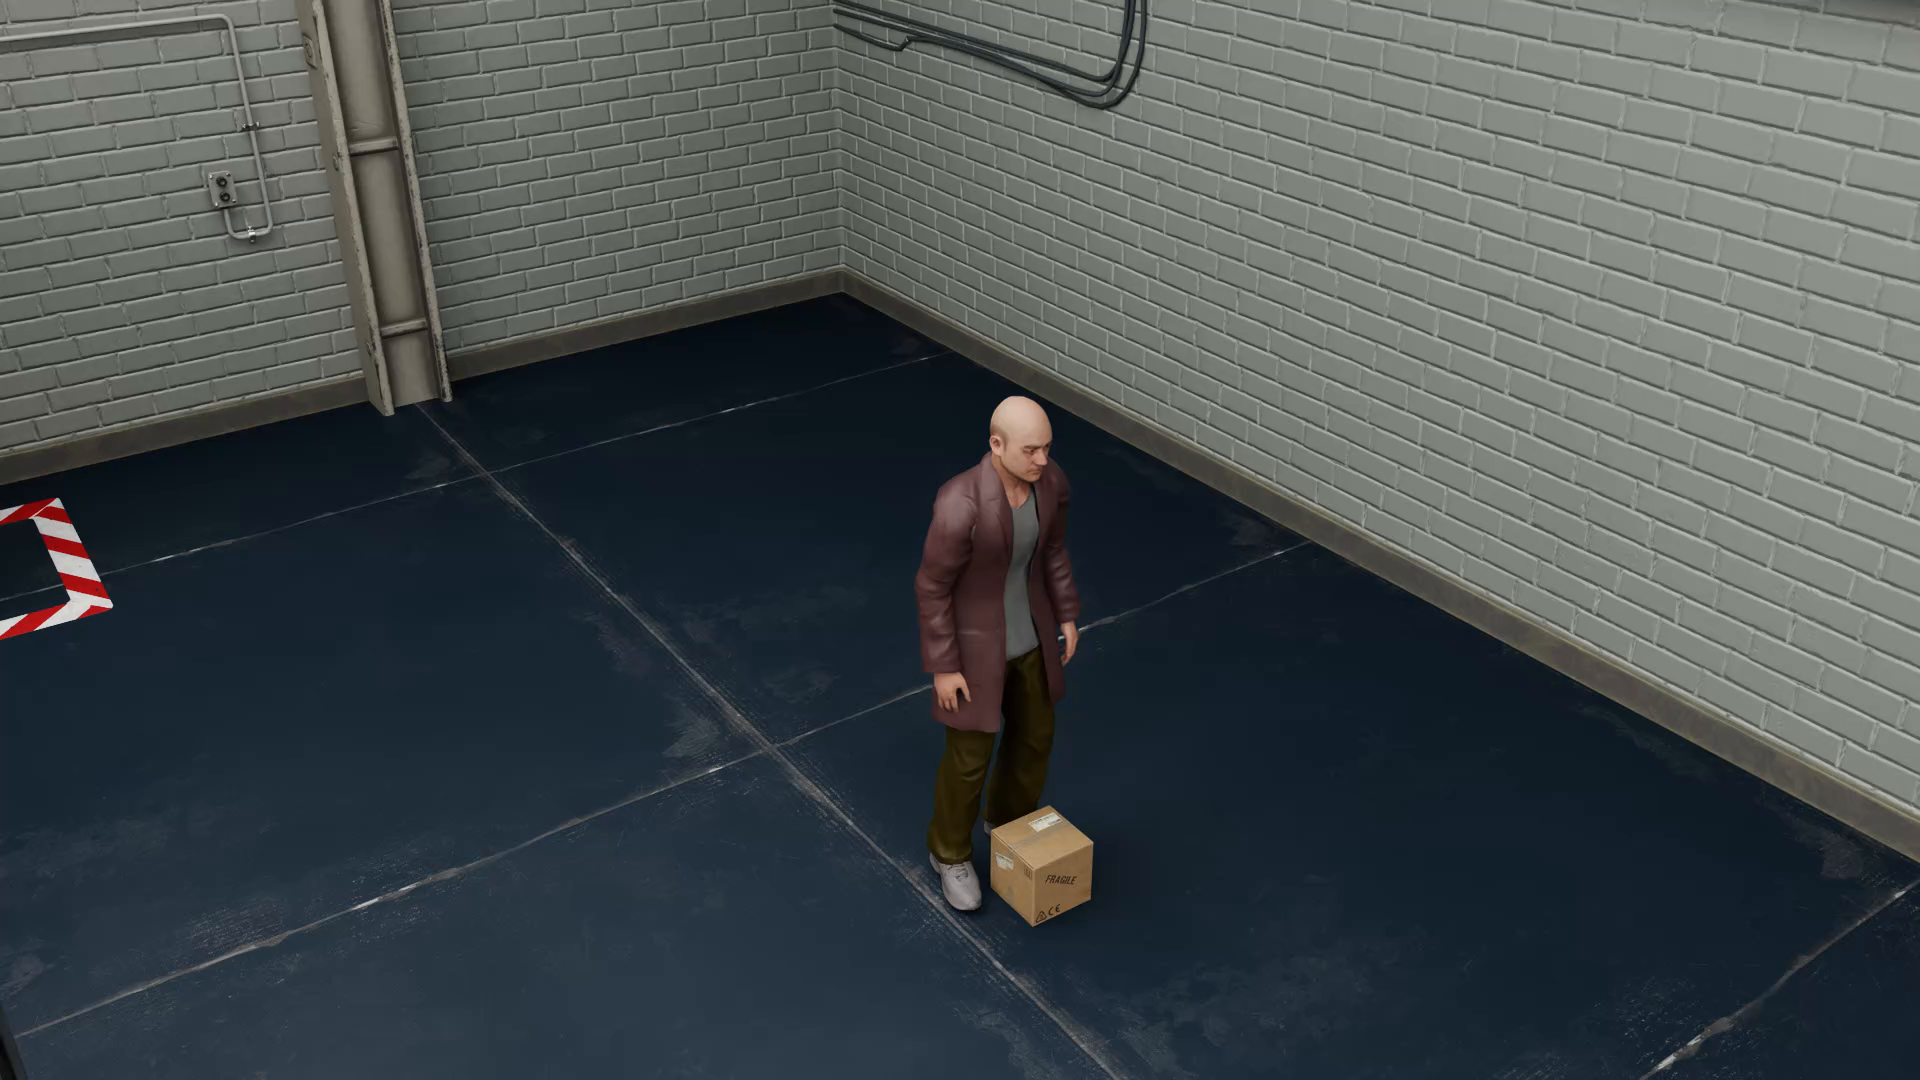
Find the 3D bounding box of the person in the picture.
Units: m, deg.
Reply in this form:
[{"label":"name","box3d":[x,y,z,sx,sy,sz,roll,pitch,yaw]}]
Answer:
[{"label":"person","box3d":[0.140,0.343,5.500,0.653,1.774,0.422,-21,34,-33]}]
